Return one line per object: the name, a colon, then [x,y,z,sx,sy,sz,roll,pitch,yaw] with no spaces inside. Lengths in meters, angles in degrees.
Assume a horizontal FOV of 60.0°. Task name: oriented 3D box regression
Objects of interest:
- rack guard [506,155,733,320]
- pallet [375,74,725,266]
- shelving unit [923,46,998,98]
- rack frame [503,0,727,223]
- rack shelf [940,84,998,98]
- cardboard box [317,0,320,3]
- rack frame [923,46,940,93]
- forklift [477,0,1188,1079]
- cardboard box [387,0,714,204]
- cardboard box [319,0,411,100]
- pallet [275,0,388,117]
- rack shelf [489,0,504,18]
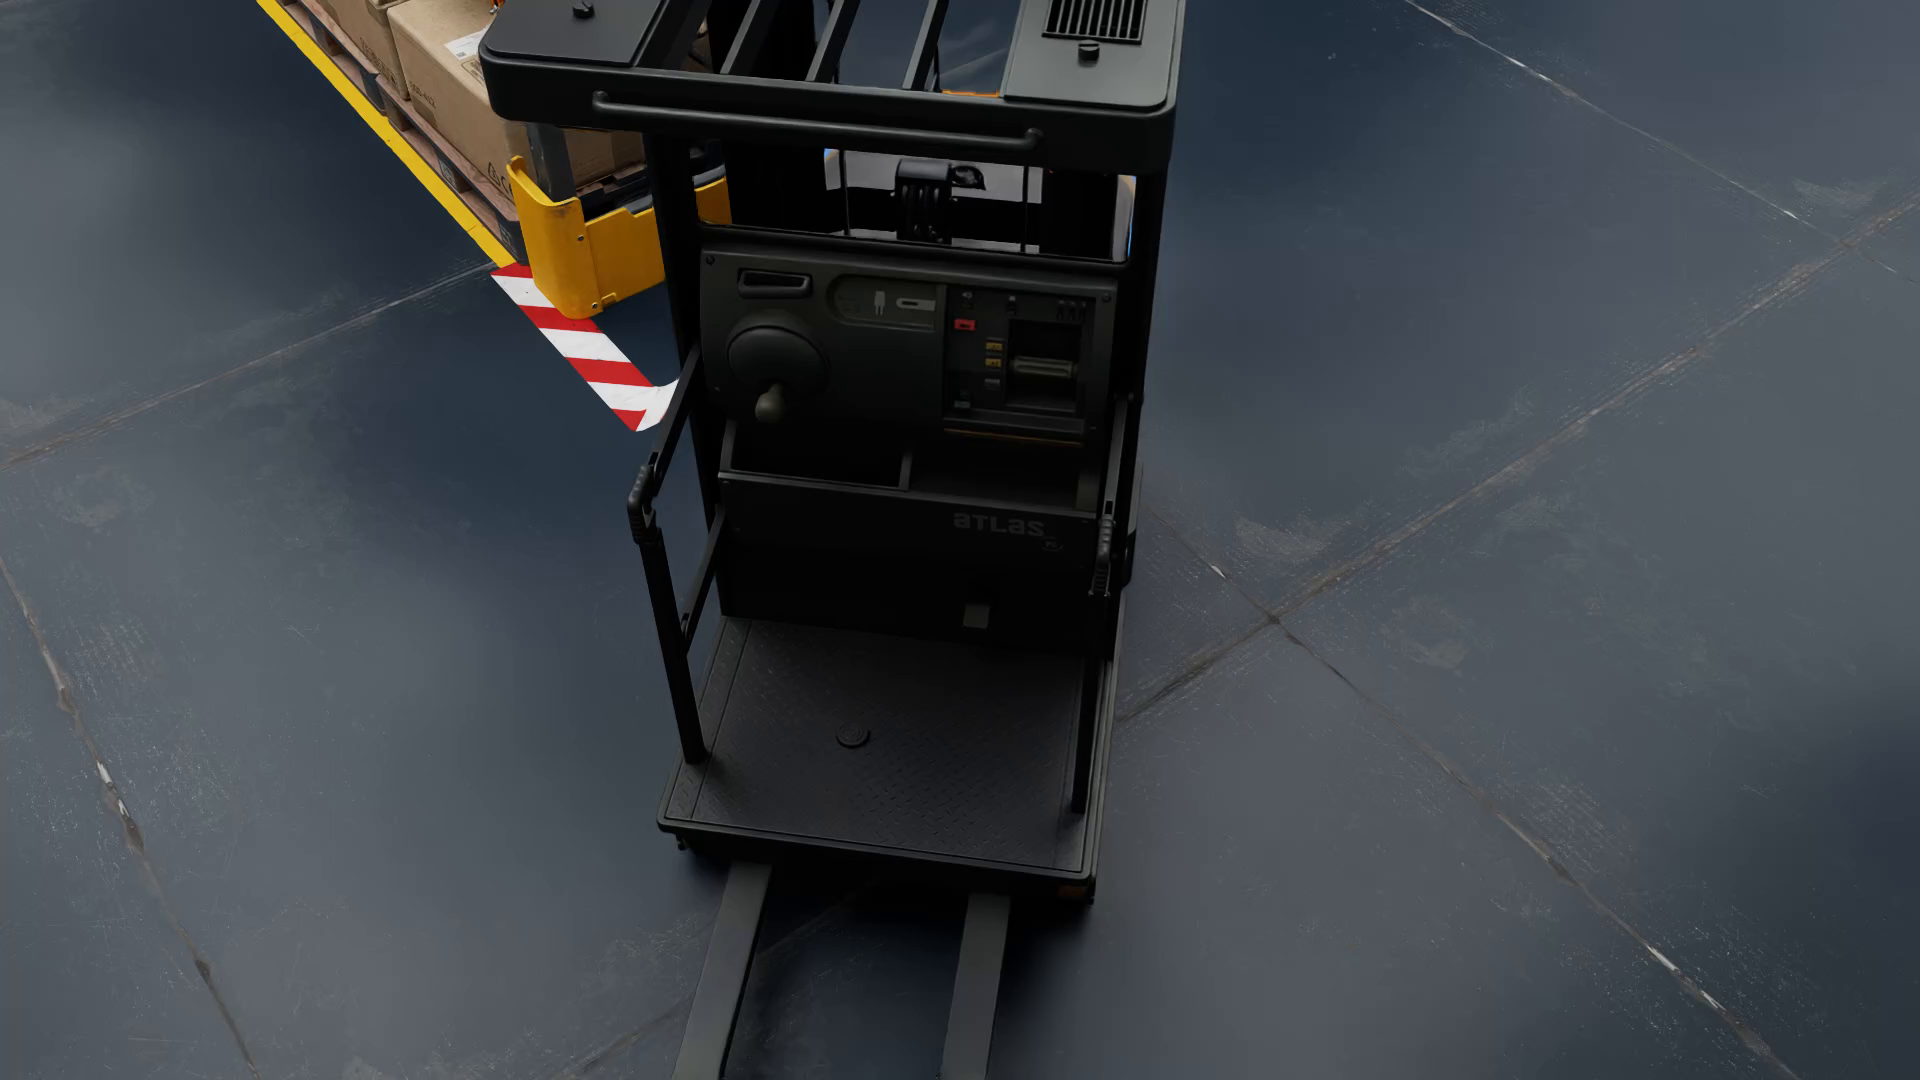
rack guard: [-1.025,-1.301,6.092,1.175,0.500,0.348,-29,54,-24]
pallet: [-1.586,-1.654,6.607,1.003,0.211,1.213,-29,54,-24]
shelving unit: [0.156,-0.959,5.310,0.503,1.200,0.258,6,48,6]
rack frame: [-1.040,-2.155,5.179,1.000,3.000,0.127,-29,54,-24]
rack shelf: [0.156,-1.223,5.019,0.480,0.148,0.258,6,48,6]
cardboard box: [-2.625,-2.848,7.253,0.875,0.438,0.875,-31,55,-25]
rack frame: [-0.085,-0.986,5.334,0.015,1.200,0.240,6,48,6]
forklift: [-0.152,-0.329,3.570,1.130,2.935,3.031,6,48,6]
cardboard box: [-1.519,-1.779,6.284,0.875,0.438,0.875,-31,55,-25]
cardboard box: [-2.080,-2.315,6.770,0.875,0.438,0.875,-28,54,-23]
pallet: [-2.321,-2.373,7.259,1.003,0.211,1.213,-29,54,-24]
rack shelf: [-2.251,-3.092,6.514,1.077,0.370,4.000,-29,54,-24]
